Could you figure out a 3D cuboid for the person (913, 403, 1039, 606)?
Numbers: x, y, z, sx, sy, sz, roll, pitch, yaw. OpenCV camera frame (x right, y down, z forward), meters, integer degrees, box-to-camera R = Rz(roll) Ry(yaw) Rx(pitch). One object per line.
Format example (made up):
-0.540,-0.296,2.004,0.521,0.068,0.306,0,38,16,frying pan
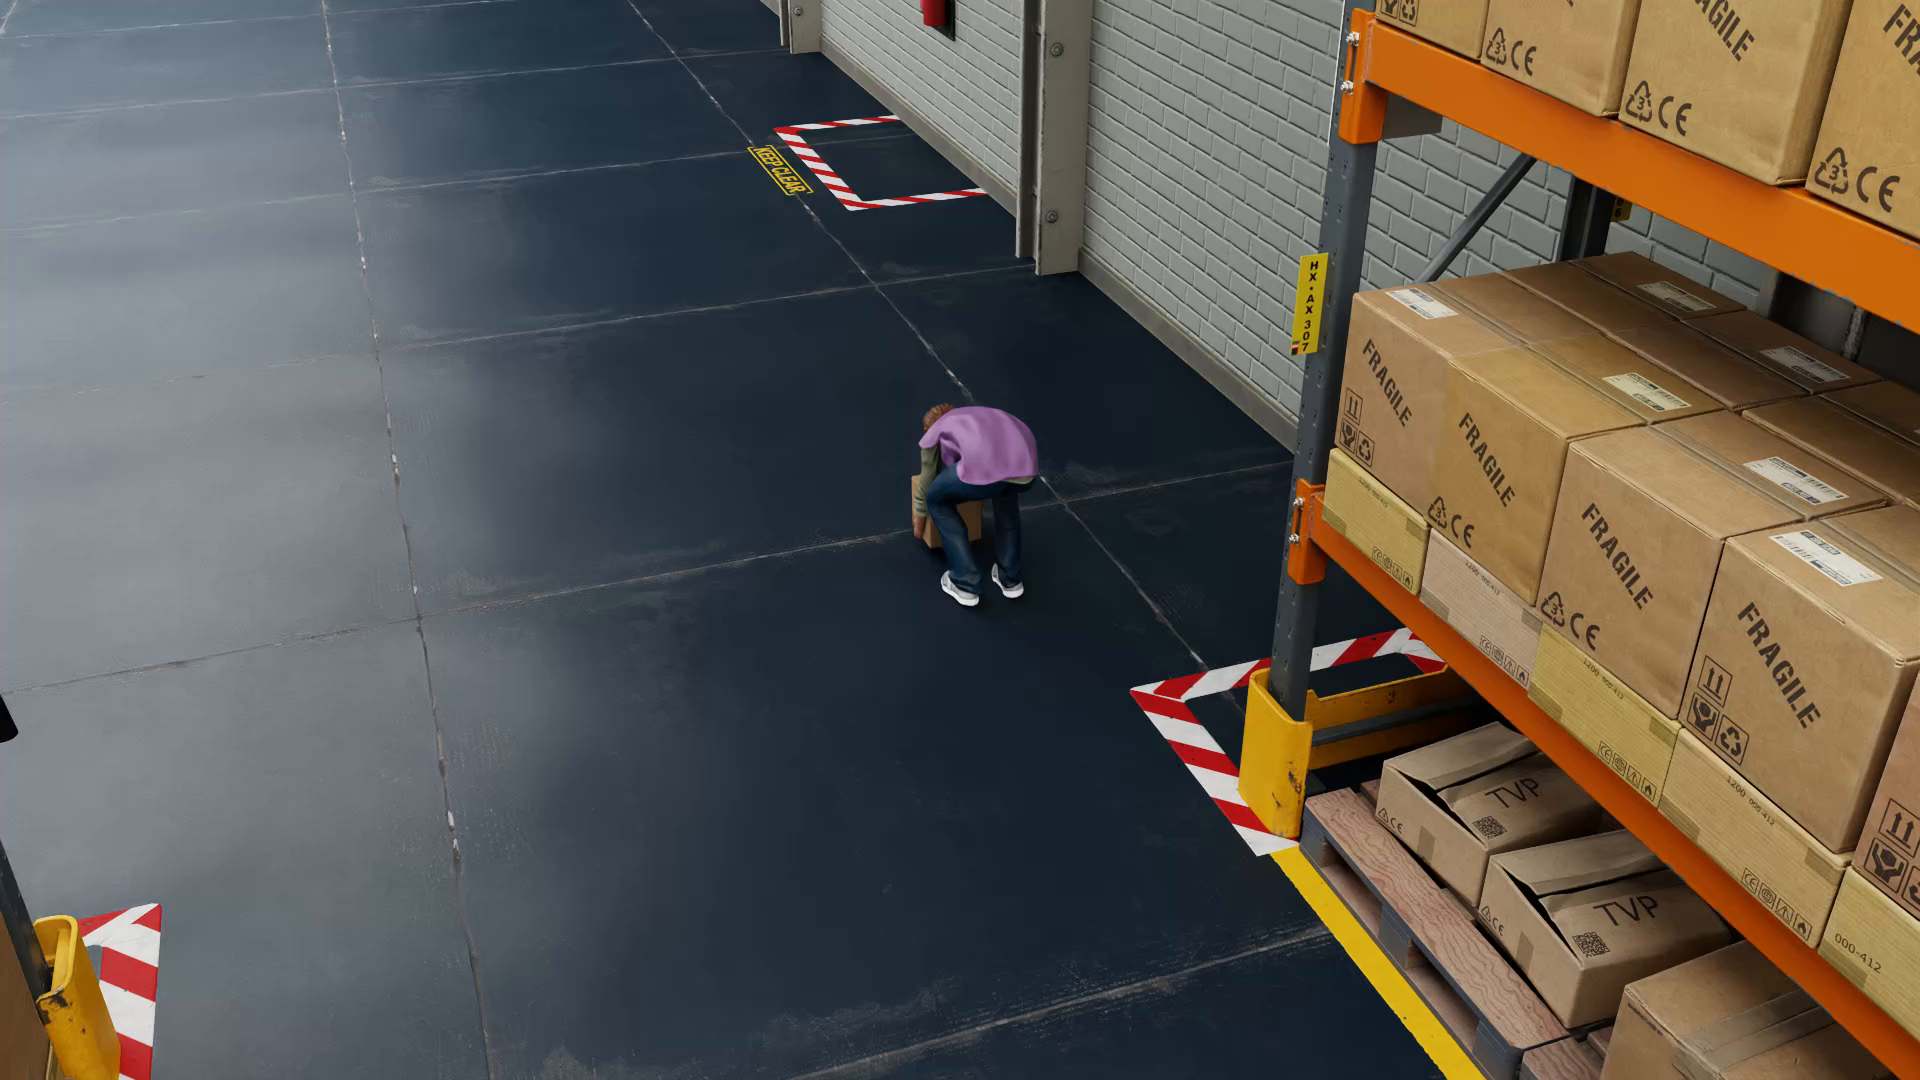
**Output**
0.058,-0.223,7.240,0.400,0.873,0.853,-12,32,-20,person
